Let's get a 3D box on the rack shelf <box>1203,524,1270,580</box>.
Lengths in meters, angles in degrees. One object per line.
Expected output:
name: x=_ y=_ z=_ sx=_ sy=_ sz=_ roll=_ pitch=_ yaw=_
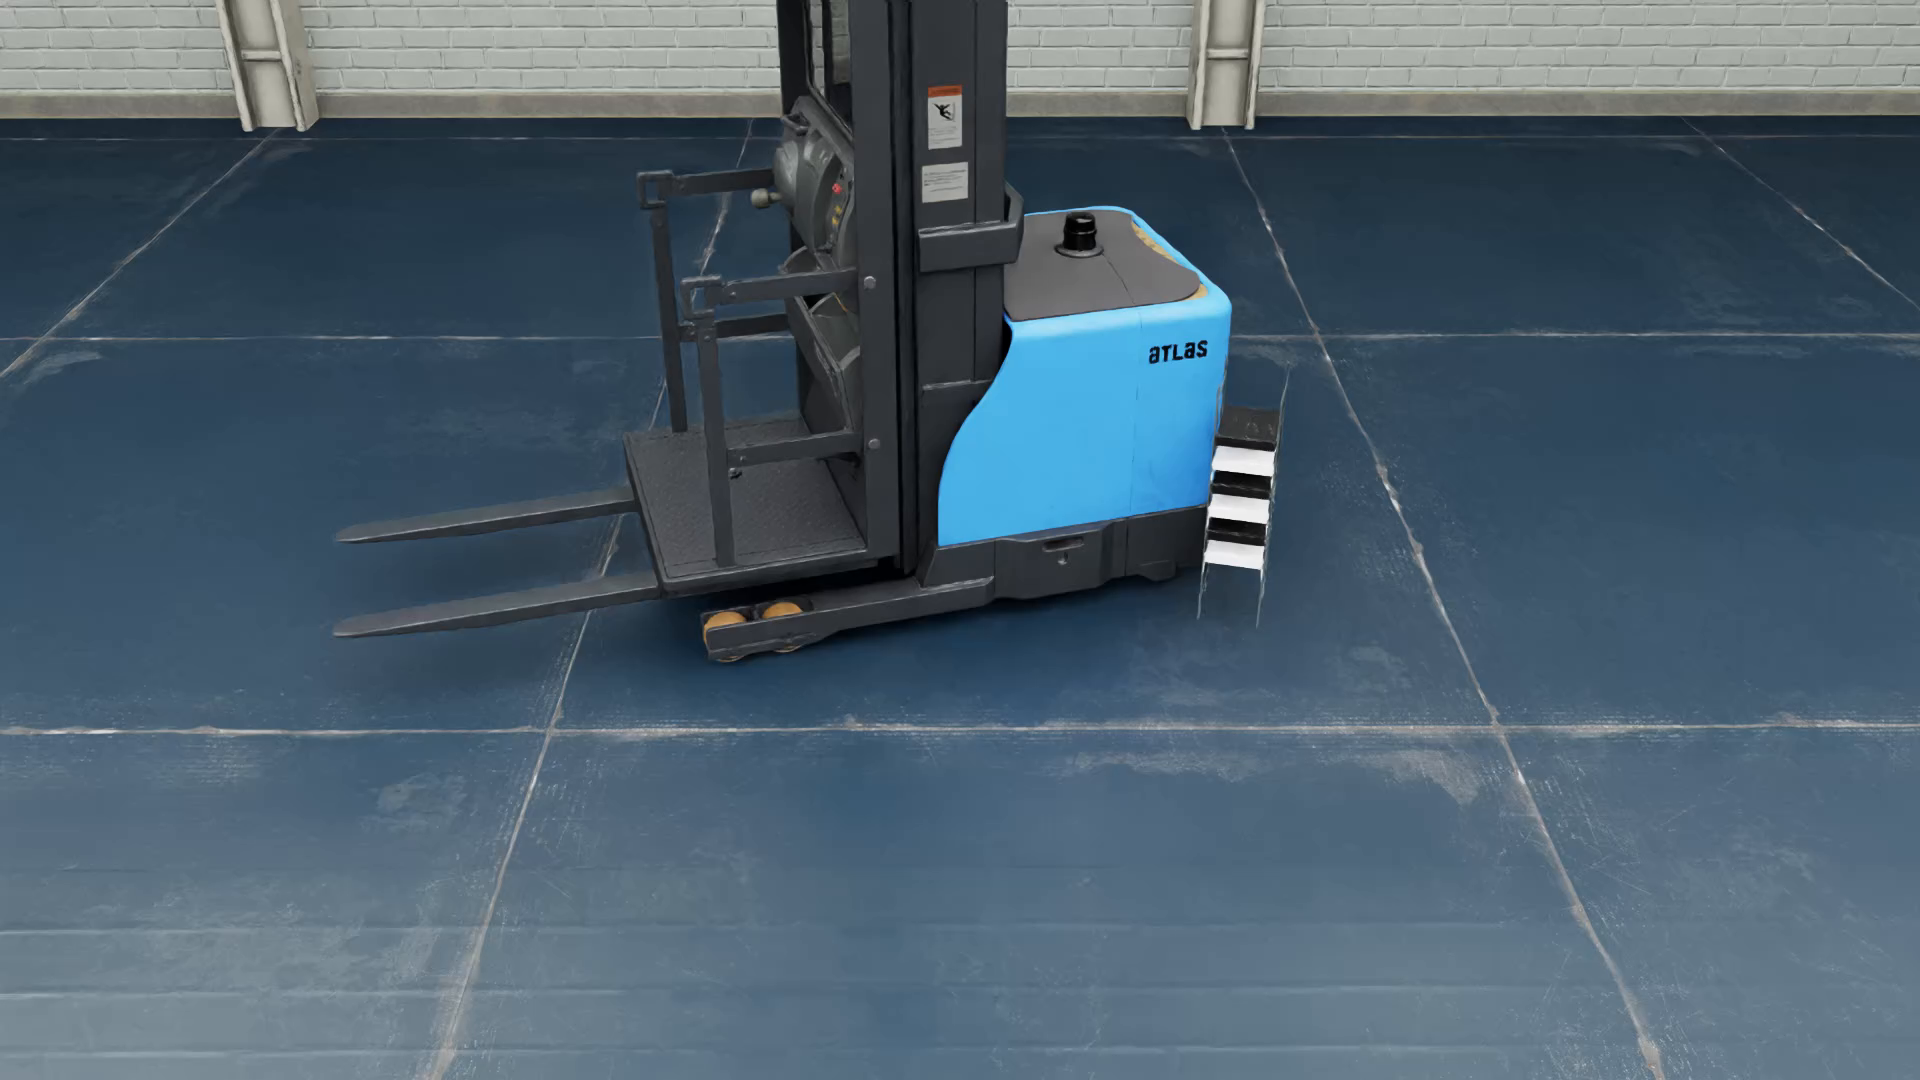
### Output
rack shelf: x=0.957 y=0.027 z=5.749 sx=0.200 sy=0.077 sz=0.258 roll=8 pitch=32 yaw=12

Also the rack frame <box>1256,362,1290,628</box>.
rack frame: x=1.056 y=-0.142 z=5.616 sx=0.006 sy=0.900 sz=0.240 roll=8 pitch=32 yaw=12

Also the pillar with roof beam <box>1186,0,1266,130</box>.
pillar with roof beam: x=1.692 y=-4.297 z=4.657 sx=0.400 sy=9.000 sz=9.100 roll=0 pitch=31 yaw=0

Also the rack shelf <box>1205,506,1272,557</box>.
rack shelf: x=0.957 y=-0.050 z=5.702 sx=0.200 sy=0.077 sz=0.258 roll=8 pitch=32 yaw=12

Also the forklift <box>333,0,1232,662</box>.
forklift: x=-0.653 y=-1.150 z=5.320 sx=3.031 sy=2.935 sz=1.130 roll=-9 pitch=32 yaw=-14

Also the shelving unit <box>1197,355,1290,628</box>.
shelving unit: x=0.957 y=-0.155 z=5.638 sx=0.210 sy=0.900 sz=0.258 roll=8 pitch=32 yaw=12

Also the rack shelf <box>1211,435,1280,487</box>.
rack shelf: x=0.957 y=-0.280 z=5.562 sx=0.200 sy=0.077 sz=0.258 roll=8 pitch=32 yaw=12

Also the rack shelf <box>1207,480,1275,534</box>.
rack shelf: x=0.957 y=-0.126 z=5.655 sx=0.200 sy=0.077 sz=0.258 roll=8 pitch=32 yaw=12

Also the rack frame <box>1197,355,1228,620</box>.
rack frame: x=0.859 y=-0.168 z=5.660 sx=0.006 sy=0.900 sz=0.240 roll=8 pitch=32 yaw=12

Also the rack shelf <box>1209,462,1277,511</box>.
rack shelf: x=0.957 y=-0.203 z=5.609 sx=0.200 sy=0.077 sz=0.258 roll=8 pitch=32 yaw=12

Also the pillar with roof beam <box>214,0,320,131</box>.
pillar with roof beam: x=-4.308 y=-4.278 z=4.626 sx=0.400 sy=9.000 sz=9.100 roll=0 pitch=31 yaw=0

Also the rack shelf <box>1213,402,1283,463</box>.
rack shelf: x=0.957 y=-0.357 z=5.515 sx=0.200 sy=0.077 sz=0.258 roll=8 pitch=32 yaw=12
